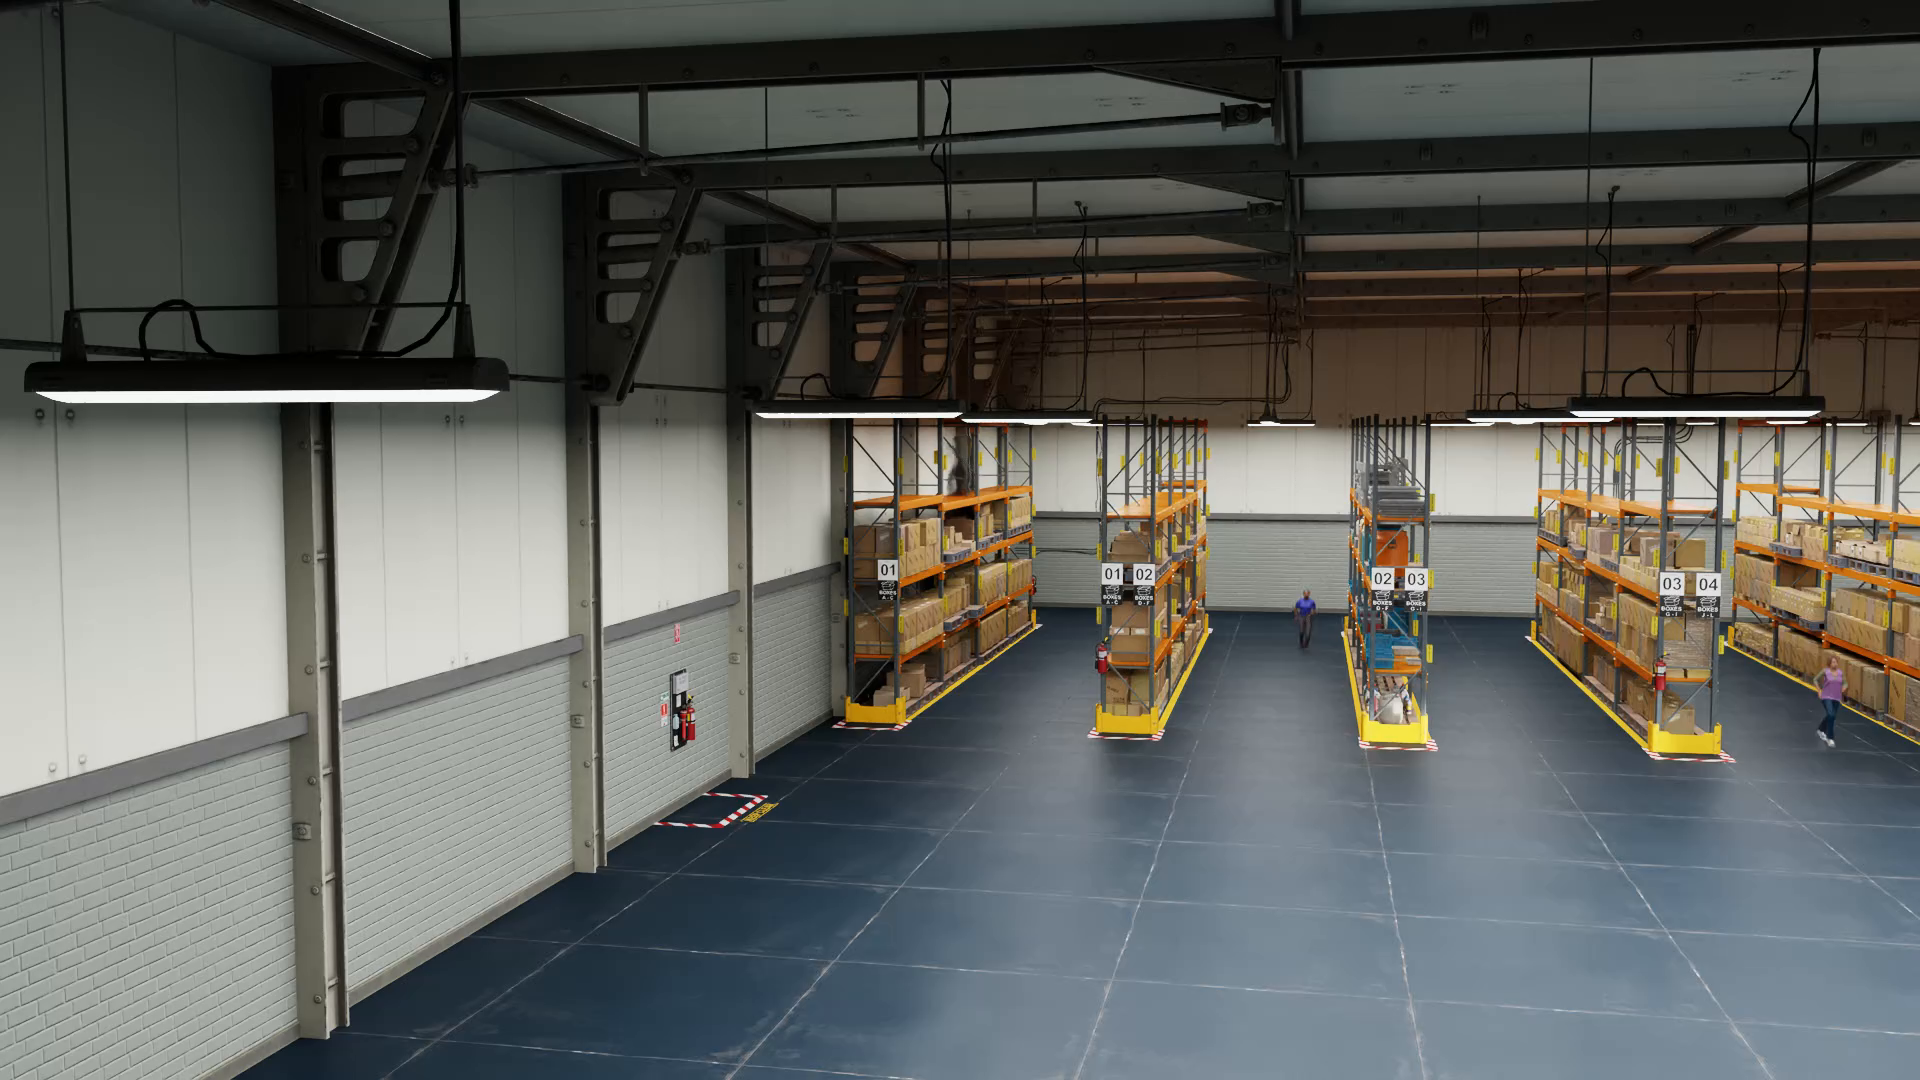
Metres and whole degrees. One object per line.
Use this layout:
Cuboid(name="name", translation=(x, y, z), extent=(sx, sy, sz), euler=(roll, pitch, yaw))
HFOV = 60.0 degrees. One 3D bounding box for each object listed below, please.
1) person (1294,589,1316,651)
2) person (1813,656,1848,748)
Cuboid(name="person", translation=(8.876, 2.065, 42.744), extent=(0.552, 1.609, 0.653), euler=(1, 4, 10))
Cuboid(name="person", translation=(15.791, 2.915, 30.172), extent=(0.524, 1.644, 0.719), euler=(0, 4, -1))
